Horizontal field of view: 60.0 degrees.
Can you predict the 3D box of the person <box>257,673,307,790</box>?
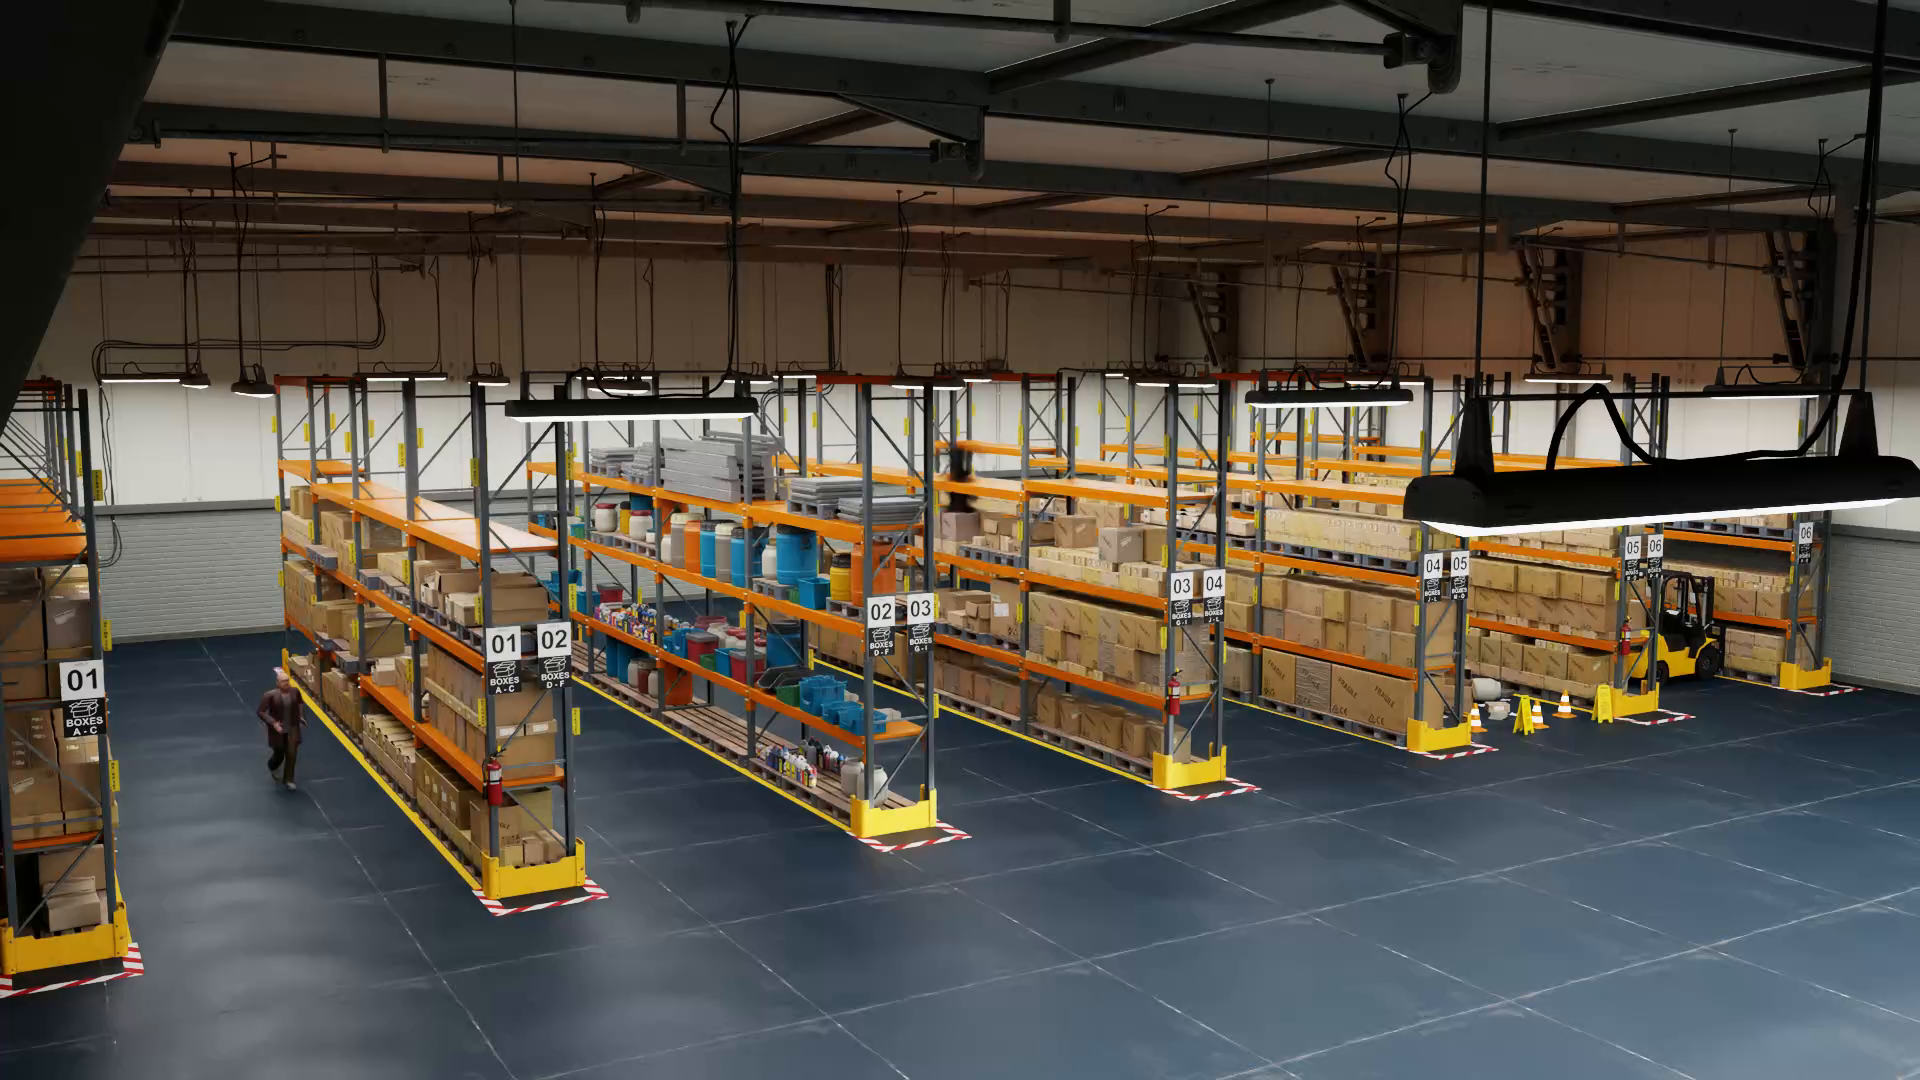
[{"bbox_3d":[-10.043,2.790,24.574,0.703,1.732,0.850,-5,8,-38],"label":"person"}]
